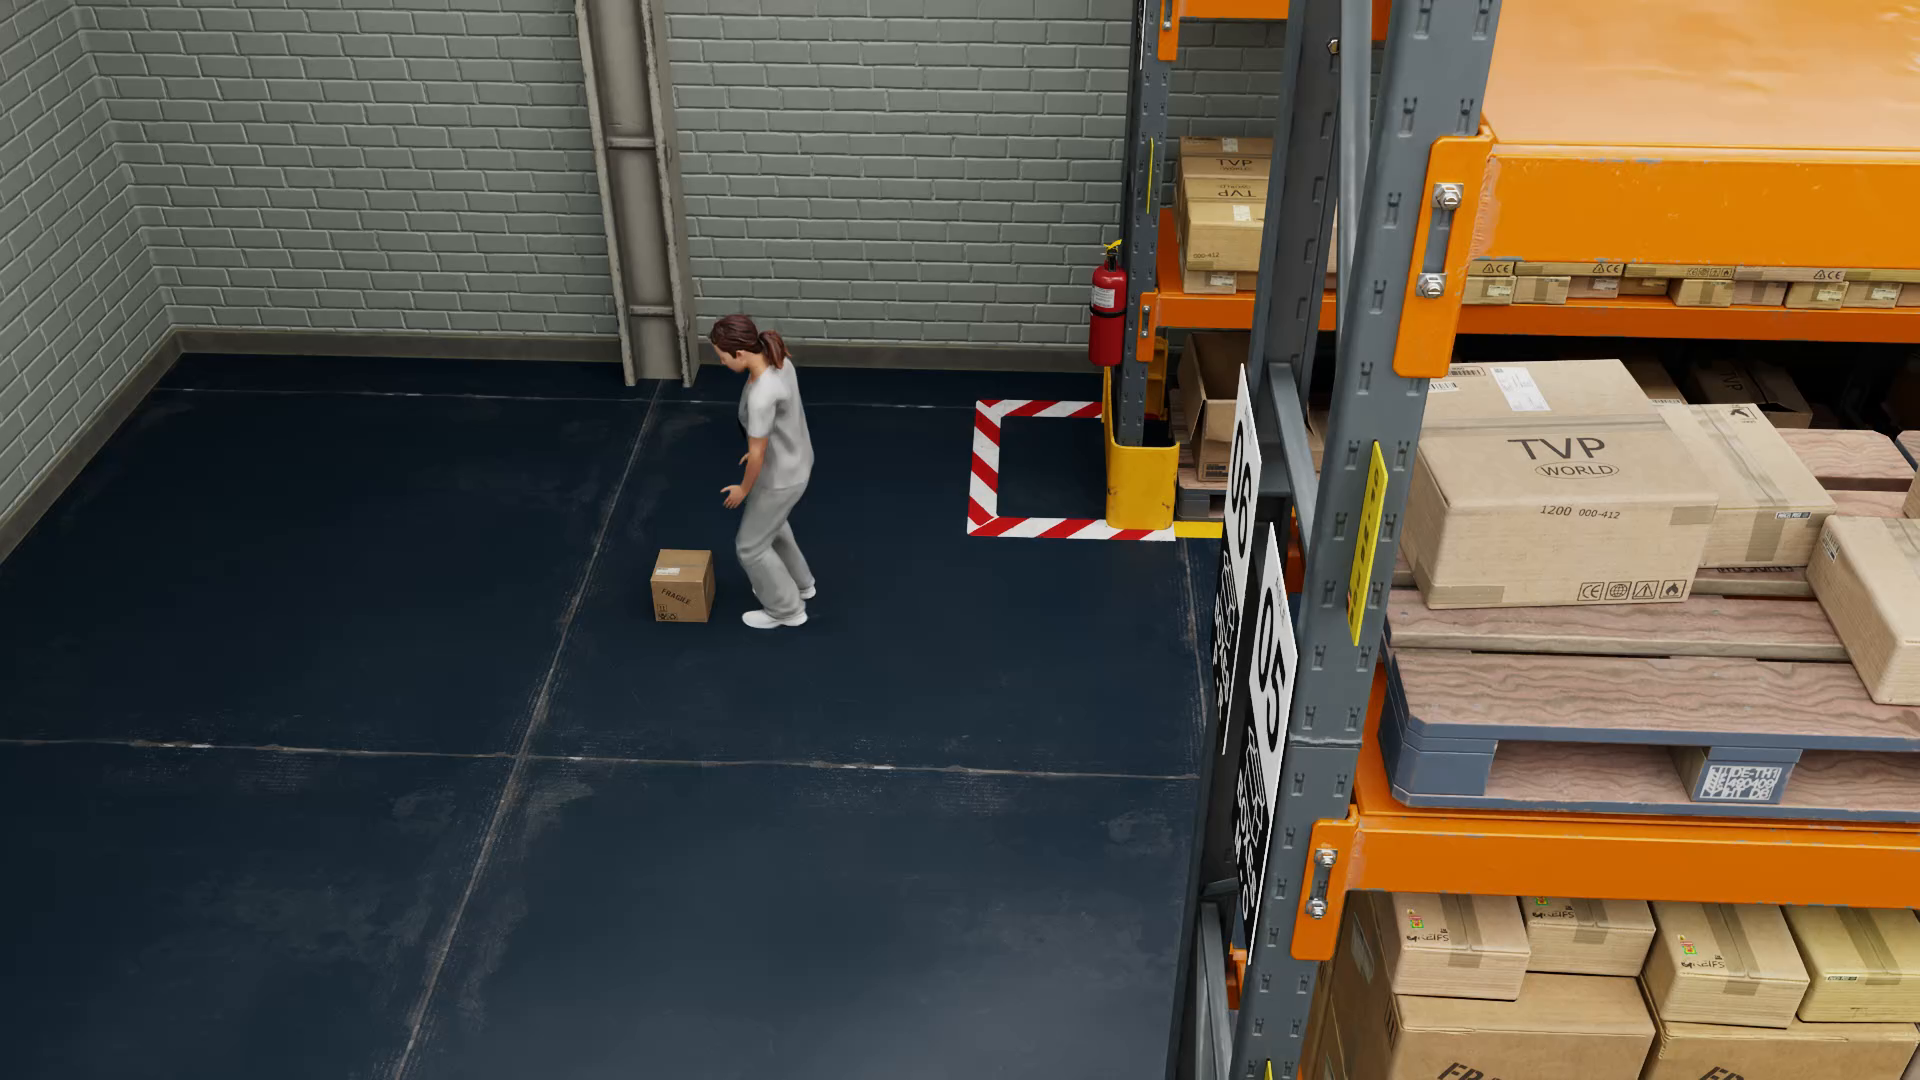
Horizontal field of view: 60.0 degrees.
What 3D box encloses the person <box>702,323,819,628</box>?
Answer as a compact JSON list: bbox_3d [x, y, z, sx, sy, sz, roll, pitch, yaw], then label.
[{"bbox_3d":[-0.887,-0.283,7.610,0.467,1.566,0.475,2,36,3],"label":"person"}]
